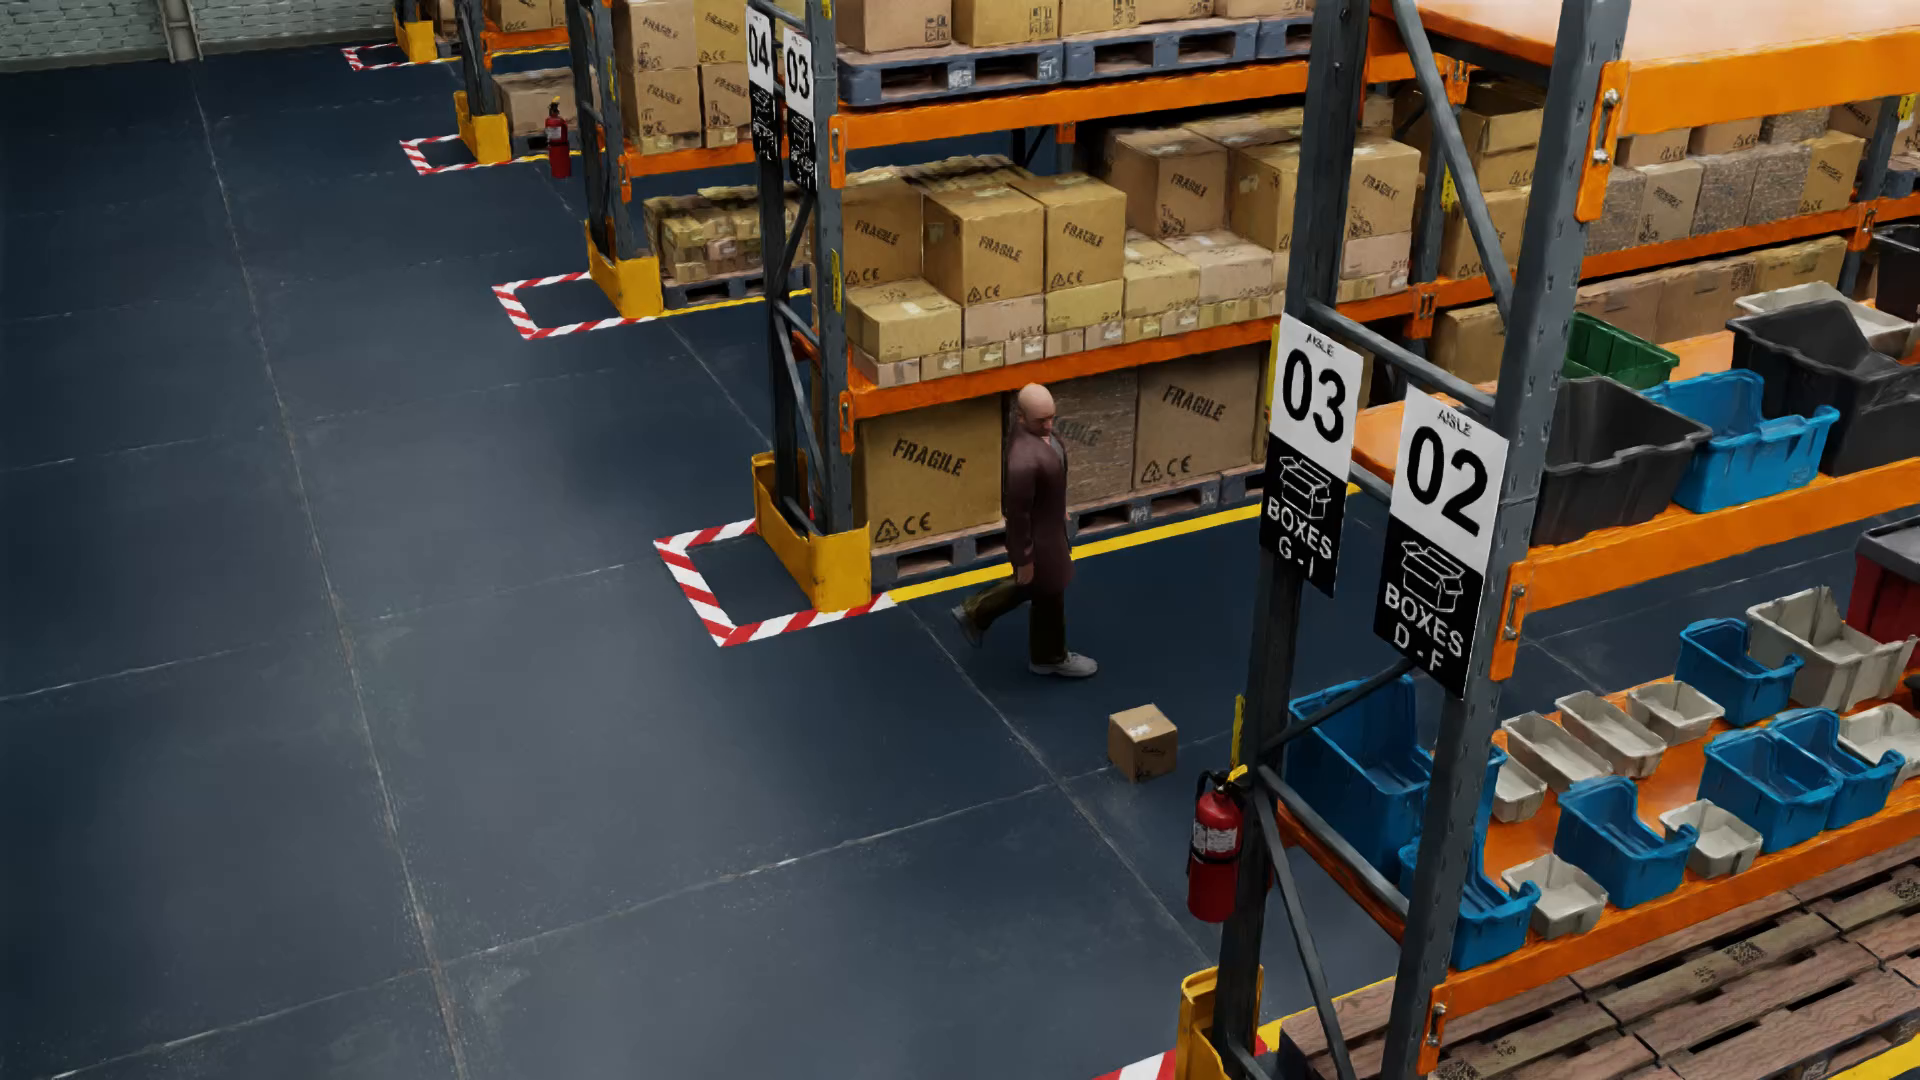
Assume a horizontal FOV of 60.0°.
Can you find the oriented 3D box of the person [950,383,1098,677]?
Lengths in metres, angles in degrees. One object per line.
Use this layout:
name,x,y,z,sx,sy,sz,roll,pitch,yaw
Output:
person,0.343,-0.035,8.519,0.801,1.755,0.648,2,29,3
